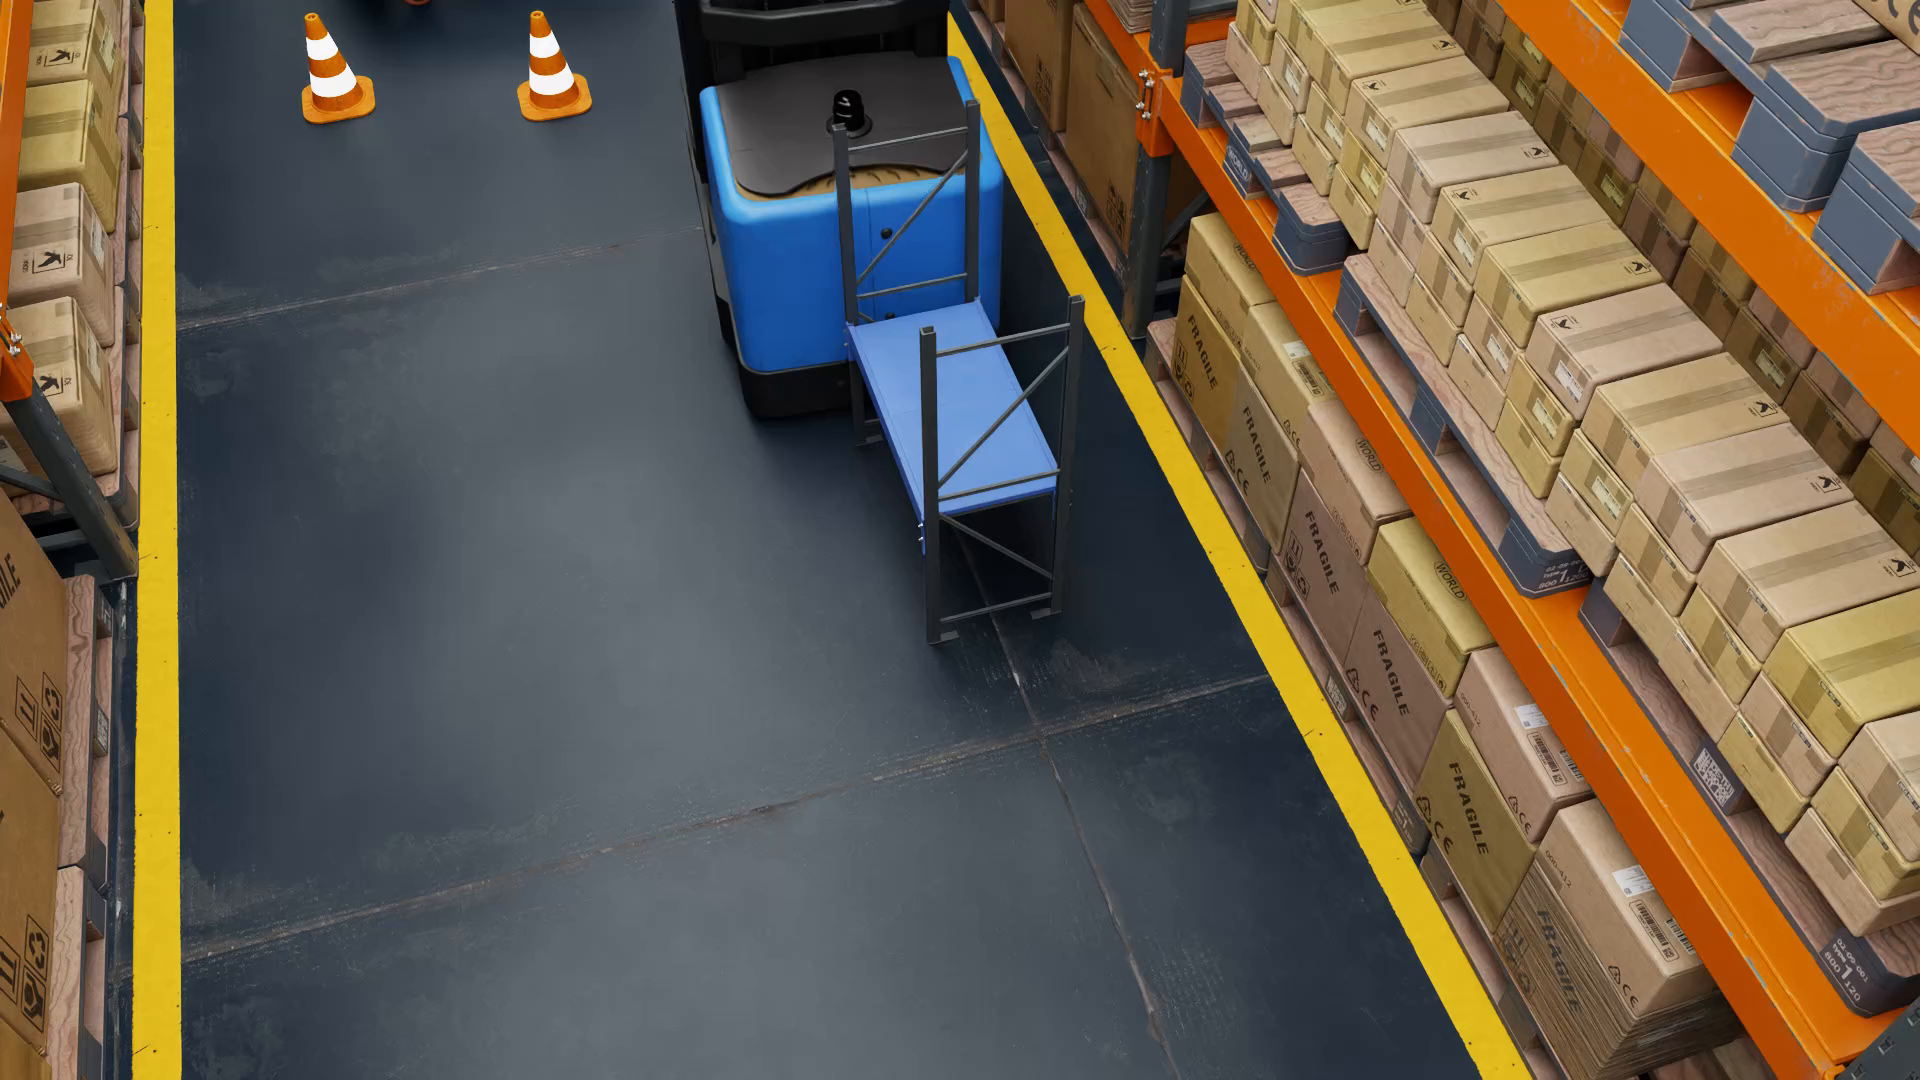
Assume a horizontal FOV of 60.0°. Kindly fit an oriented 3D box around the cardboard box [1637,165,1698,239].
[{"bbox_3d":[2.138,-0.998,4.630,0.380,0.149,0.250,-11,51,-9],"label":"cardboard box"}]

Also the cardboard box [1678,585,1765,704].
[{"bbox_3d":[1.902,0.200,3.815,0.380,0.149,0.250,-11,51,-9],"label":"cardboard box"}]

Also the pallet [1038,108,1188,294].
[{"bbox_3d":[1.013,-1.646,7.499,1.003,0.211,1.213,-13,51,-11],"label":"pallet"}]

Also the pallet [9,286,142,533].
[{"bbox_3d":[-3.754,-0.431,6.475,1.003,0.211,1.213,-13,51,-11],"label":"pallet"}]

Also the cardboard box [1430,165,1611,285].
[{"bbox_3d":[1.516,-0.857,4.511,0.380,0.149,0.250,-12,51,-10],"label":"cardboard box"}]

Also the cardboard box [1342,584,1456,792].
[{"bbox_3d":[1.599,0.406,5.306,0.500,0.500,0.500,-14,51,-12],"label":"cardboard box"}]

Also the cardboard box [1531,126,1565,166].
[{"bbox_3d":[1.978,-1.197,5.187,0.380,0.149,0.250,-14,51,-11],"label":"cardboard box"}]

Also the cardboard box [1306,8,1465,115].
[{"bbox_3d":[1.276,-1.441,5.003,0.380,0.149,0.250,-14,51,-11],"label":"cardboard box"}]

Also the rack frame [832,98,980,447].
[{"bbox_3d":[-0.176,-0.917,6.042,0.500,1.500,0.032,-13,51,-11],"label":"rack frame"}]

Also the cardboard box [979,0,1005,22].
[{"bbox_3d":[0.543,-3.145,8.136,1.050,0.750,0.750,-13,51,-11],"label":"cardboard box"}]

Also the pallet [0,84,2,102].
[{"bbox_3d":[-3.837,-1.193,5.419,1.213,0.211,1.003,-13,51,-11],"label":"pallet"}]

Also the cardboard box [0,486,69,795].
[{"bbox_3d":[-3.399,0.314,5.138,0.875,0.875,0.875,-14,51,-11],"label":"cardboard box"}]

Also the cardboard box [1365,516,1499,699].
[{"bbox_3d":[1.587,0.150,5.031,0.500,0.250,0.500,-15,52,-13],"label":"cardboard box"}]

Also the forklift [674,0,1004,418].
[{"bbox_3d":[-0.645,-2.581,6.509,1.130,2.935,3.031,-10,51,-8],"label":"forklift"}]

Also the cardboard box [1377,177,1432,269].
[{"bbox_3d":[1.438,-0.945,4.780,0.380,0.149,0.250,-13,51,-11],"label":"cardboard box"}]

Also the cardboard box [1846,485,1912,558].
[{"bbox_3d":[2.449,-0.044,4.215,0.380,0.149,0.250,-13,51,-11],"label":"cardboard box"}]

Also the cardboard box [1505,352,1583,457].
[{"bbox_3d":[1.658,-0.388,4.311,0.380,0.149,0.250,-13,51,-11],"label":"cardboard box"}]

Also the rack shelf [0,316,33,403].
[{"bbox_3d":[-2.933,0.934,3.971,1.077,0.370,4.000,-13,51,-11],"label":"rack shelf"}]

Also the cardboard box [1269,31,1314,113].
[{"bbox_3d":[1.208,-1.506,5.253,0.380,0.149,0.250,-11,51,-9],"label":"cardboard box"}]

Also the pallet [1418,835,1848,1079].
[{"bbox_3d":[2.126,1.300,5.016,1.003,0.211,1.213,-13,51,-11],"label":"pallet"}]

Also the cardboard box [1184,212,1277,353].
[{"bbox_3d":[1.147,-0.965,5.971,0.500,0.250,0.500,-15,52,-13],"label":"cardboard box"}]

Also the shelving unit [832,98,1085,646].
[{"bbox_3d":[-0.025,-0.546,5.729,0.538,1.500,1.048,-13,51,-11],"label":"shelving unit"}]

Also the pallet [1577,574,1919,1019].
[{"bbox_3d":[2.270,0.441,4.042,1.003,0.211,1.213,-13,51,-11],"label":"pallet"}]

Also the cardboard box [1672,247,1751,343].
[{"bbox_3d":[2.216,-0.714,4.585,0.380,0.149,0.250,-14,51,-12],"label":"cardboard box"}]

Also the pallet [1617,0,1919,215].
[{"bbox_3d":[1.967,-1.168,3.434,1.213,0.211,1.003,-13,51,-11],"label":"pallet"}]

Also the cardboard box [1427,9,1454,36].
[{"bbox_3d":[1.760,-1.750,5.653,0.380,0.149,0.250,-13,51,-10],"label":"cardboard box"}]

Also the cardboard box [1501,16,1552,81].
[{"bbox_3d":[1.907,-1.568,5.111,0.380,0.149,0.250,-12,51,-10],"label":"cardboard box"}]

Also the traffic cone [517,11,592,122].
[{"bbox_3d":[-1.962,-2.287,7.876,0.336,0.463,0.334,-13,51,-11],"label":"traffic cone"}]

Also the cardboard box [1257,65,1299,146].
[{"bbox_3d":[1.193,-1.438,5.390,0.380,0.149,0.250,-11,51,-9],"label":"cardboard box"}]

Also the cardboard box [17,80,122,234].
[{"bbox_3d":[-4.126,-1.554,7.042,0.950,0.372,0.625,-12,51,-10],"label":"cardboard box"}]

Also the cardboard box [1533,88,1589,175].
[{"bbox_3d":[1.990,-1.275,5.058,0.380,0.149,0.250,-13,51,-11],"label":"cardboard box"}]

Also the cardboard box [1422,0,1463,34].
[{"bbox_3d":[1.756,-1.844,5.538,0.380,0.149,0.250,-12,51,-10],"label":"cardboard box"}]

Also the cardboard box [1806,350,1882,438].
[{"bbox_3d":[2.371,-0.428,4.149,0.380,0.149,0.250,-14,51,-11],"label":"cardboard box"}]

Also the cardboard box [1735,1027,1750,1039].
[{"bbox_3d":[2.392,1.041,4.771,0.500,0.500,0.500,-12,51,-10],"label":"cardboard box"}]

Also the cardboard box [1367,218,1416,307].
[{"bbox_3d":[1.436,-0.850,4.894,0.380,0.149,0.250,-12,51,-10],"label":"cardboard box"}]

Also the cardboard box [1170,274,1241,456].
[{"bbox_3d":[1.140,-0.707,6.244,0.500,0.500,0.500,-15,52,-13],"label":"cardboard box"}]

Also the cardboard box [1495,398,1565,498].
[{"bbox_3d":[1.663,-0.281,4.414,0.380,0.149,0.250,-11,51,-9],"label":"cardboard box"}]

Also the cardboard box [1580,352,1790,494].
[{"bbox_3d":[1.750,-0.282,4.027,0.380,0.149,0.250,-15,51,-12],"label":"cardboard box"}]

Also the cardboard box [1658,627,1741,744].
[{"bbox_3d":[1.902,0.298,3.926,0.380,0.149,0.250,-13,51,-11],"label":"cardboard box"}]

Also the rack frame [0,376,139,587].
[{"bbox_3d":[-3.524,-0.759,4.928,1.000,3.000,0.127,-13,51,-11],"label":"rack frame"}]

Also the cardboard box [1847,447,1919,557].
[{"bbox_3d":[2.448,-0.139,4.100,0.380,0.149,0.250,-15,52,-13],"label":"cardboard box"}]

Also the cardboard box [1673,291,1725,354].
[{"bbox_3d":[2.218,-0.613,4.695,0.380,0.149,0.250,-15,52,-13],"label":"cardboard box"}]

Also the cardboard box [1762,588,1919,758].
[{"bbox_3d":[1.972,0.279,3.554,0.380,0.149,0.250,-15,51,-12],"label":"cardboard box"}]
